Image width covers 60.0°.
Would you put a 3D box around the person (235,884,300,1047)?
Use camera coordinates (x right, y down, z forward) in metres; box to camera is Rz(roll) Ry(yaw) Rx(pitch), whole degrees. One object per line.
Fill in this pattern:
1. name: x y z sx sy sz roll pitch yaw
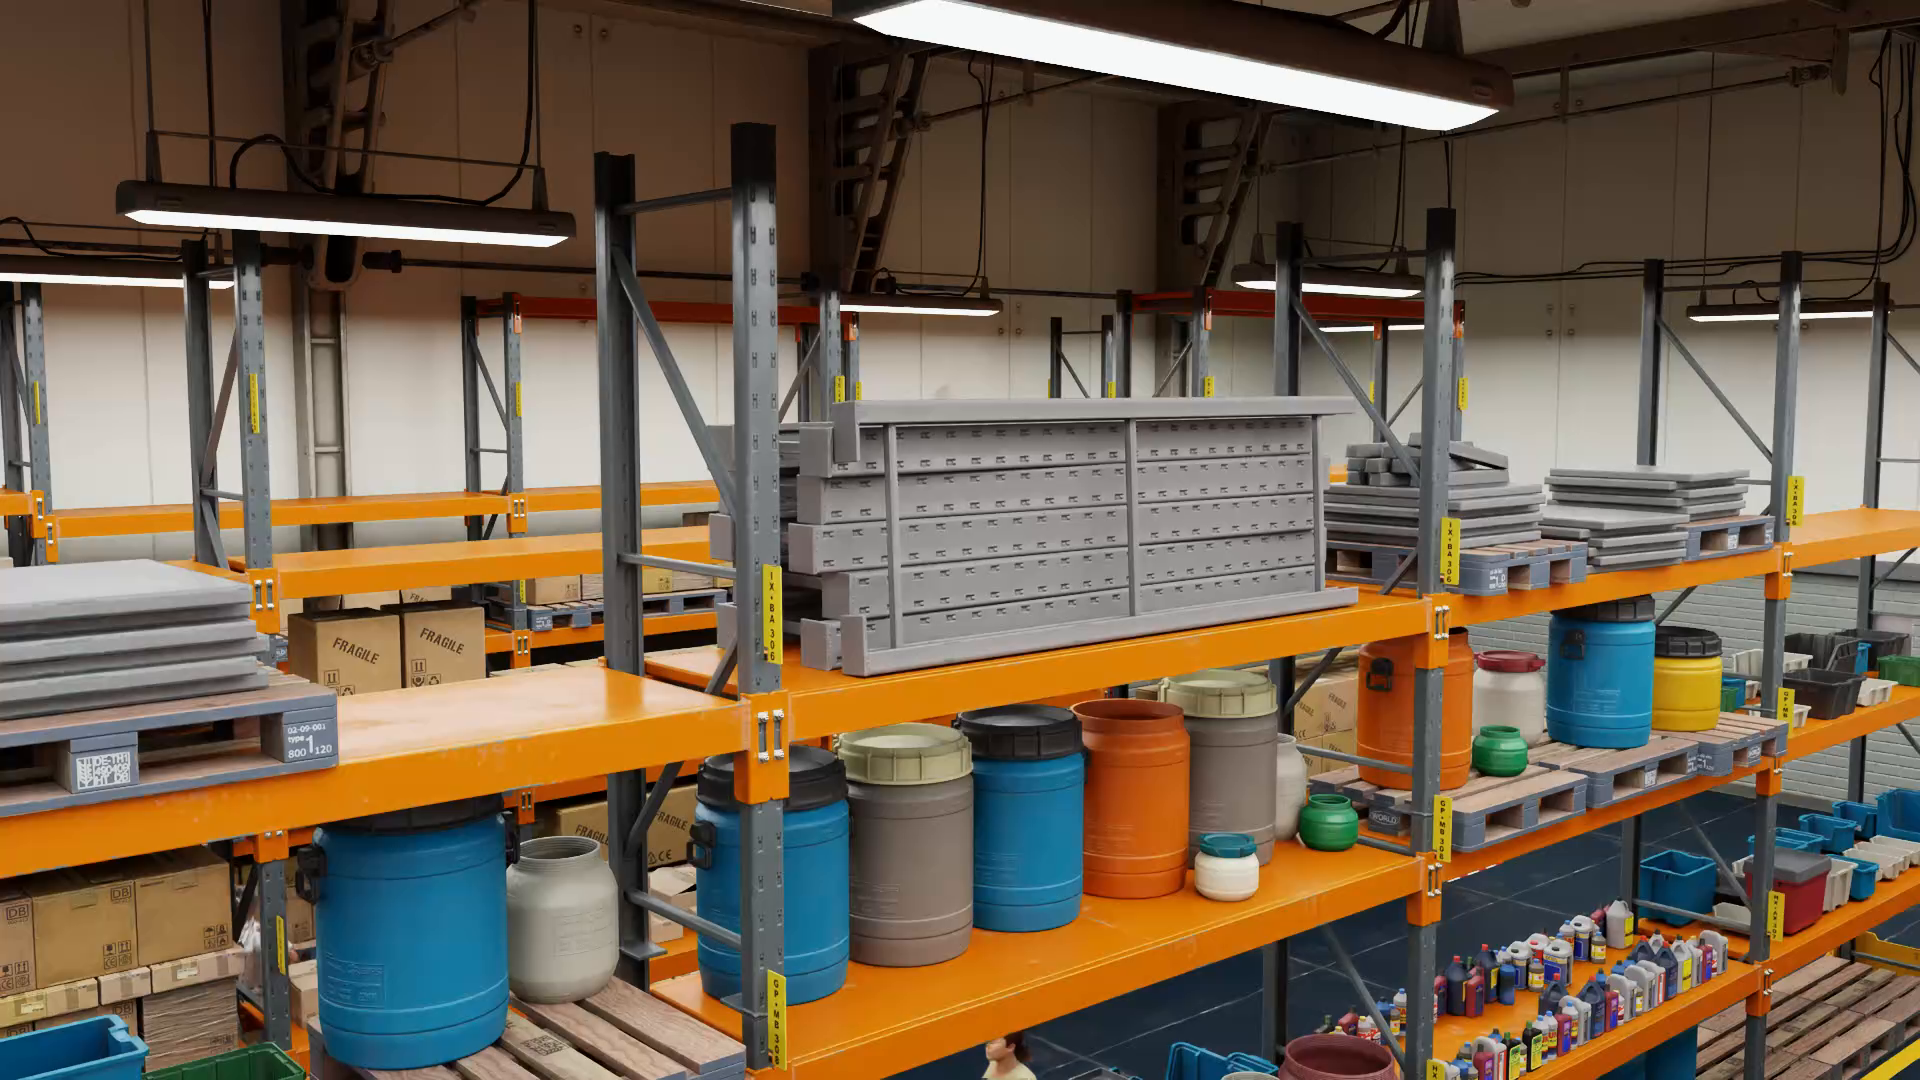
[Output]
1. person: -4.881 3.237 11.335 0.822 1.830 0.670 -4 7 -39

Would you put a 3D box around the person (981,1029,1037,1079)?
1. person: 0.310 3.468 9.209 0.874 1.695 0.555 -5 7 -40
